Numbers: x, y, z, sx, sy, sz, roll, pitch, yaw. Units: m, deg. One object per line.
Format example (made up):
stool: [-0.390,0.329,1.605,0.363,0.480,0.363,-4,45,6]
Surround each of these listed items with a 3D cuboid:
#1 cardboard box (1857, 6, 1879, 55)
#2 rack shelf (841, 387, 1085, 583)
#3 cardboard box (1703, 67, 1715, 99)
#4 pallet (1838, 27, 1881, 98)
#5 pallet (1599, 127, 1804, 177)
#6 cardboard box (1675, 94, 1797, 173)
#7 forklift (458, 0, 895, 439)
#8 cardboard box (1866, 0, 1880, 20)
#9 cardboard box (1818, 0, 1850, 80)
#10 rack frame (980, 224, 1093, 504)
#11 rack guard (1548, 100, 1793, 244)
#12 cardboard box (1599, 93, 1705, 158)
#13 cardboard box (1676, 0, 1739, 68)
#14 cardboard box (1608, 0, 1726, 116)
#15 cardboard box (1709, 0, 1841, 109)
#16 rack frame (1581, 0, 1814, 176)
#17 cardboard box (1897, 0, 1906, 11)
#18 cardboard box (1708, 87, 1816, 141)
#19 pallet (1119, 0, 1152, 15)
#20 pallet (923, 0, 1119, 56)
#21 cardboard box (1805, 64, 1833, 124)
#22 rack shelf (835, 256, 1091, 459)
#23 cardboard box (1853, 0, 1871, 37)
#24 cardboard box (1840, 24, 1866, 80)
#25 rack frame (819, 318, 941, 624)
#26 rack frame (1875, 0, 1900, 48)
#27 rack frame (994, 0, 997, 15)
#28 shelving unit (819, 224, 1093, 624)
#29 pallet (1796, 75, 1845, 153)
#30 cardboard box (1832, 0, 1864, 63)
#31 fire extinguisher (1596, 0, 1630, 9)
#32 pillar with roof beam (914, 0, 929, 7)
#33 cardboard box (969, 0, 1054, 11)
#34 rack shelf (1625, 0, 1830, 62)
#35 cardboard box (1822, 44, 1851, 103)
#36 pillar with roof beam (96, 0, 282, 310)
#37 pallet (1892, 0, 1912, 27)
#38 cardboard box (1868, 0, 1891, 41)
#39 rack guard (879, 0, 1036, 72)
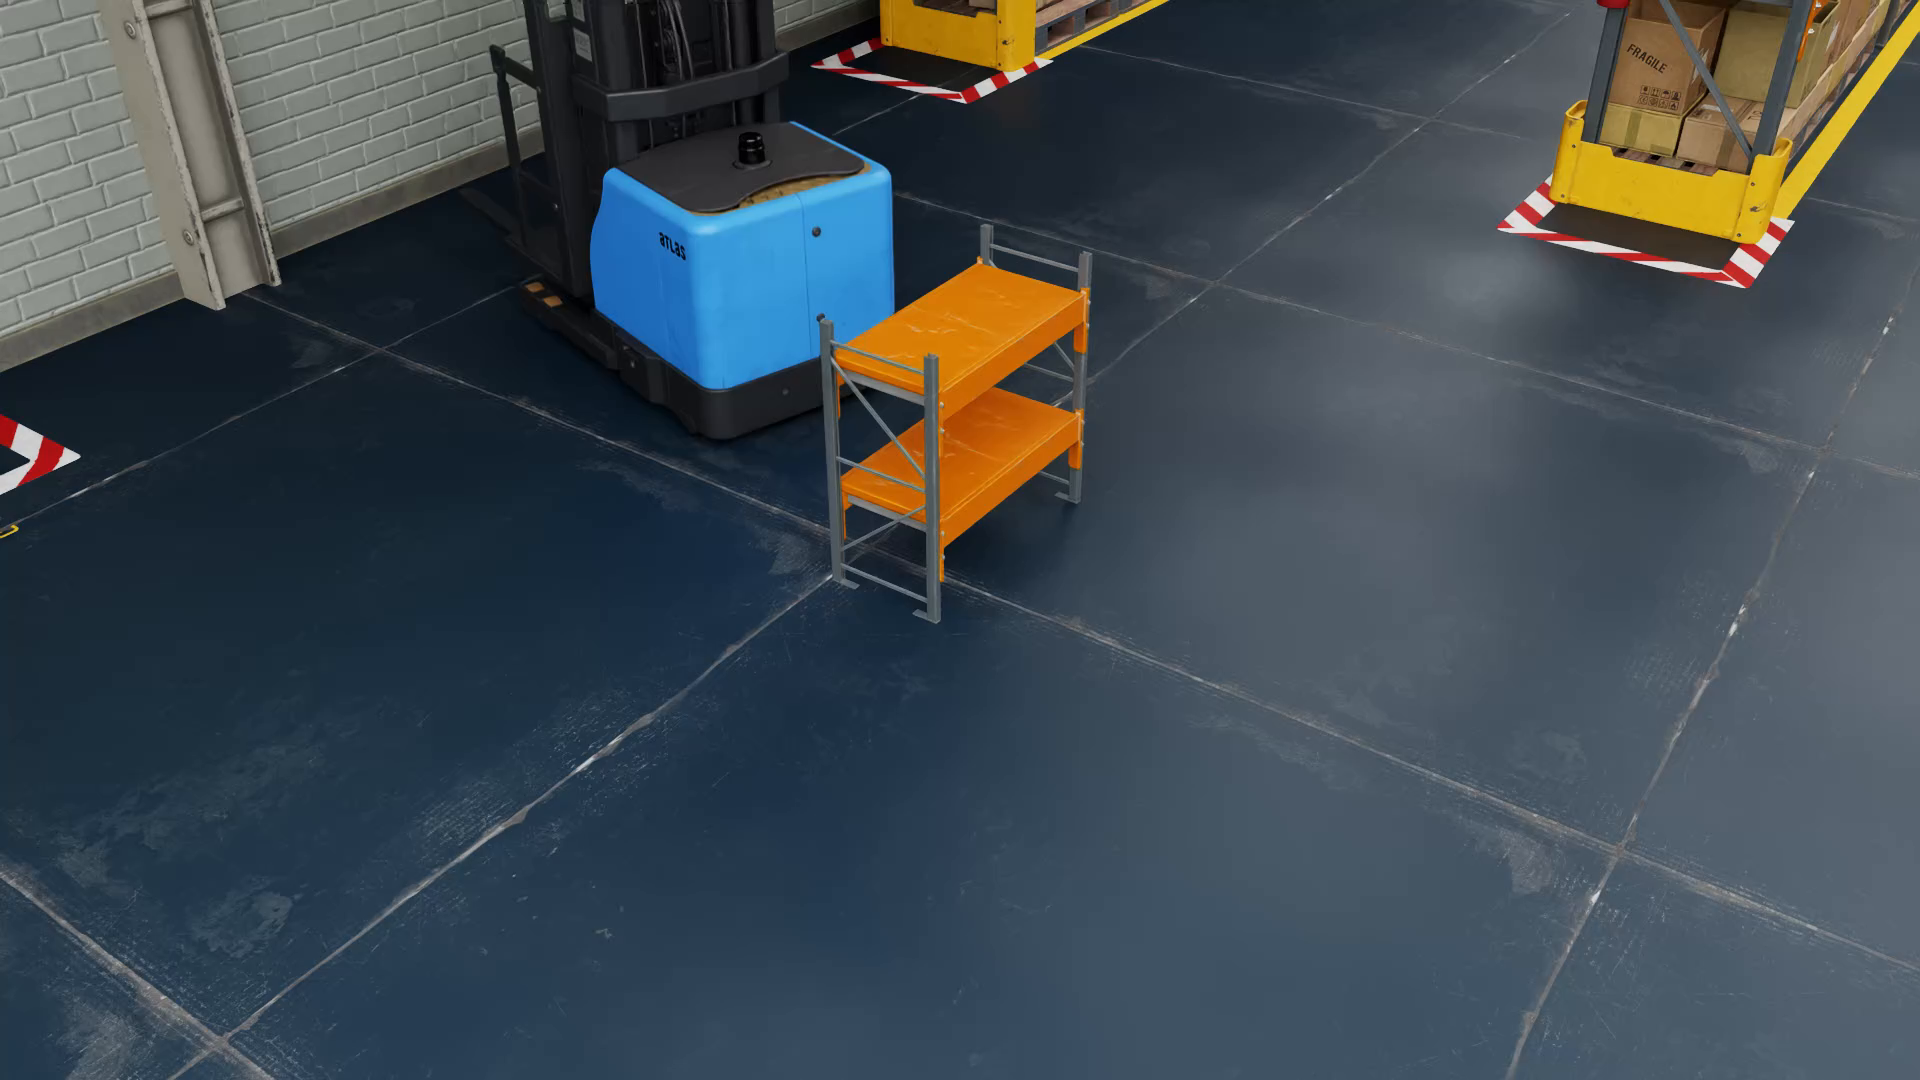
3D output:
cardboard box: [5.905,-3.500,11.328,0.500,0.250,0.500,21,39,28]
rack shelf: [0.004,-0.267,6.576,0.538,0.278,1.000,21,39,28]
cardboard box: [4.341,-2.745,10.211,0.500,0.250,0.500,21,39,28]
pallet: [5.795,-3.468,11.690,1.003,0.211,1.213,21,39,28]
pallet: [4.404,-2.345,10.029,1.003,0.211,1.213,21,39,28]
cardboard box: [4.491,-2.346,9.620,0.500,0.250,0.500,21,39,28]
forklift: [-1.587,-2.418,7.710,1.130,2.935,3.031,-24,41,-31]
cardboard box: [5.904,-3.812,11.119,0.500,0.500,0.500,21,39,28]
cardboard box: [5.049,-3.121,10.098,0.500,0.500,0.500,21,39,28]
rack frame: [0.294,-0.703,6.785,0.500,1.125,0.032,21,39,28]
rack guard: [3.989,-2.088,9.392,1.175,0.500,0.348,21,39,28]
cardboard box: [4.065,-2.511,9.865,0.500,0.250,0.500,21,39,28]
cardboard box: [4.622,-3.287,10.343,0.500,0.500,0.500,21,39,28]
cardboard box: [4.064,-2.822,9.656,0.500,0.500,0.500,21,39,28]
cardboard box: [4.774,-2.887,9.751,0.500,0.500,0.500,21,39,28]
rack frame: [4.002,-3.135,8.708,1.000,3.000,0.127,21,39,28]
cardboard box: [6.717,-4.117,12.240,0.500,0.250,0.500,20,39,27]
cardboard box: [4.773,-2.577,9.962,0.500,0.250,0.500,21,39,28]
pallet: [1.163,-4.517,13.241,1.003,0.211,1.213,21,39,28]
pallet: [0.466,-3.958,12.414,1.003,0.211,1.213,21,39,28]
cardboard box: [5.058,-2.807,10.302,0.500,0.250,0.500,21,39,28]
rack shelf: [0.004,-0.712,6.276,0.538,0.278,1.000,21,39,28]
cardboard box: [5.622,-3.580,10.777,0.500,0.500,0.500,21,39,28]
cardboard box: [5.632,-3.266,10.981,0.500,0.250,0.500,21,39,28]
rack frame: [-0.286,-0.235,6.094,0.500,1.125,0.032,21,39,28]
rack frame: [6.283,-4.976,11.430,1.000,3.000,0.127,21,39,28]
rack frame: [-0.069,-4.715,11.045,1.000,3.000,0.127,21,39,28]
shelving unit: [0.004,-0.469,6.439,0.538,1.125,1.048,21,39,28]
pallet: [5.100,-2.904,10.856,1.003,0.211,1.213,21,39,28]
cardboard box: [5.348,-3.346,10.430,0.500,0.500,0.500,21,39,28]
fire extinguisher: [3.553,-3.197,8.869,0.296,0.674,0.183,21,39,28]
pillar with roof beam: [3.156,-6.424,8.216,9.100,9.000,0.400,21,39,28]
cardboard box: [0.399,-4.073,12.103,0.500,0.311,0.500,17,37,23]
rack shelf: [5.143,-3.757,10.270,1.077,0.370,4.000,21,39,28]
cardboard box: [5.348,-3.035,10.640,0.500,0.250,0.500,21,39,28]
pillar with roof beam: [-0.265,-3.663,4.133,9.100,9.000,0.400,21,39,28]
pallet: [6.671,-4.172,12.731,1.003,0.211,1.213,21,39,28]
cardboard box: [6.198,-3.727,11.664,0.500,0.250,0.500,21,39,28]
rack guard: [-0.026,-3.715,11.797,1.175,0.500,0.348,21,39,28]
